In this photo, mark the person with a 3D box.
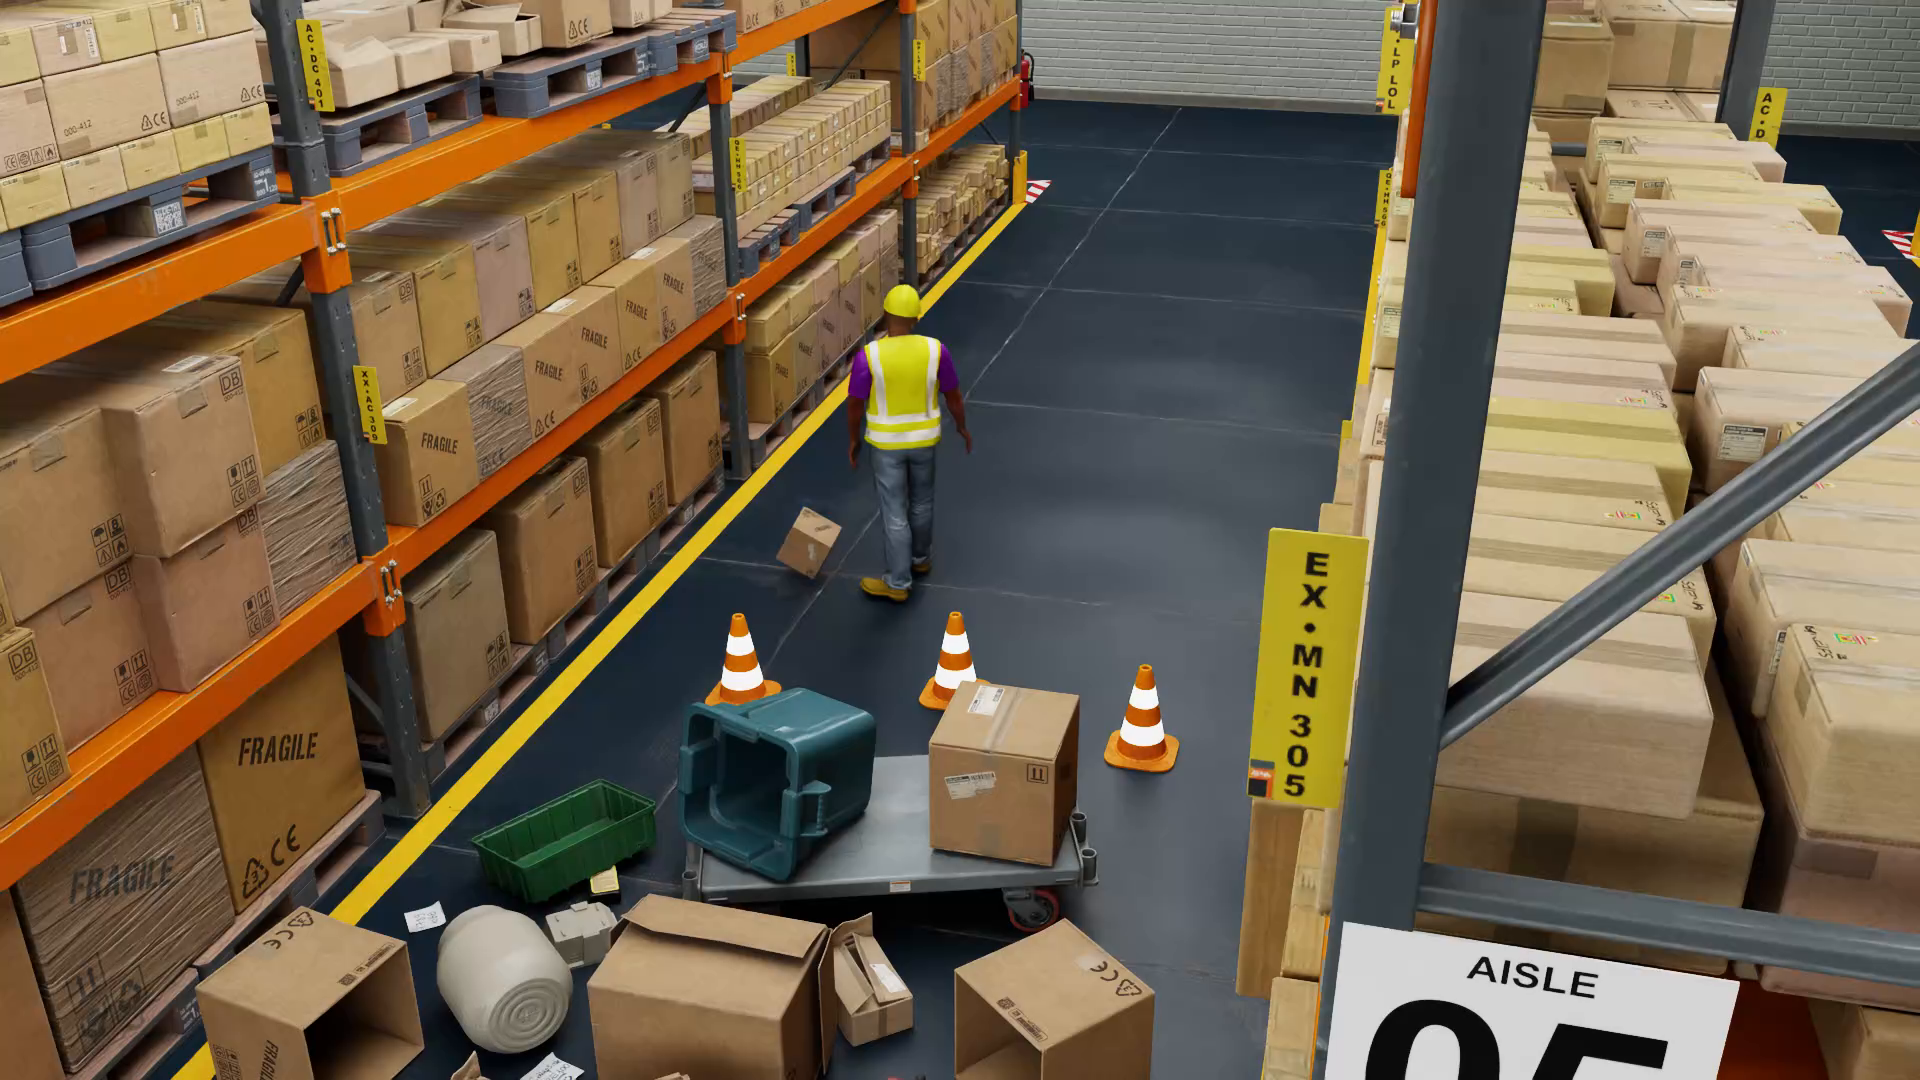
[{"bbox_3d":[-0.284,-0.583,9.301,0.722,1.766,0.638,-8,26,-16],"label":"person"}]
